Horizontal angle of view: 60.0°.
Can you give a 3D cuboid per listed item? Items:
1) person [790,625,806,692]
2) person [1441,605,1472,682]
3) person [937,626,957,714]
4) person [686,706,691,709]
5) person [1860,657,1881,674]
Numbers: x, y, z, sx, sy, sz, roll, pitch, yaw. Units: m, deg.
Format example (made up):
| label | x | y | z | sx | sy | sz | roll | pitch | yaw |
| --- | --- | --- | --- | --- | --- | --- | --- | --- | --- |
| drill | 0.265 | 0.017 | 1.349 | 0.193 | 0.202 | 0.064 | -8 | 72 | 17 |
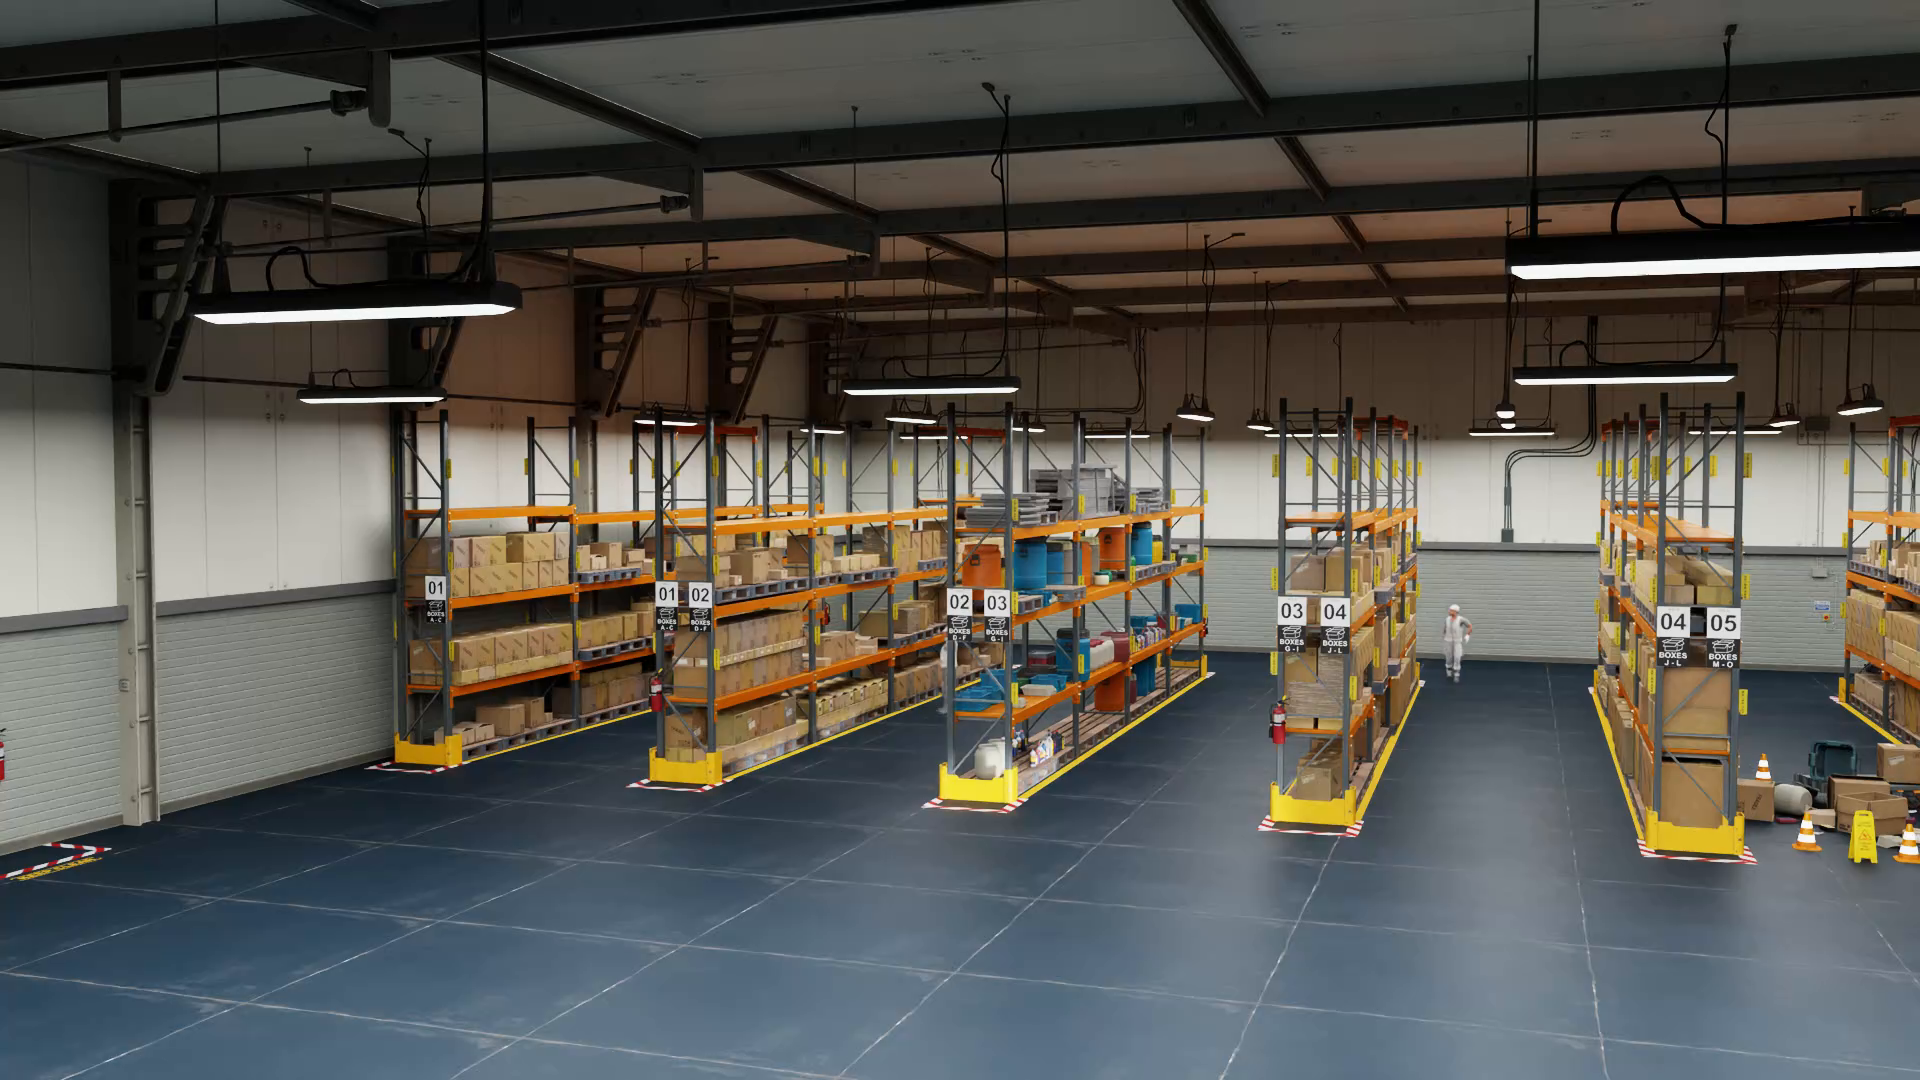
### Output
| label | x | y | z | sx | sy | sz | roll | pitch | yaw |
| --- | --- | --- | --- | --- | --- | --- | --- | --- | --- |
| person | -3.427 | 2.647 | 35.369 | 0.377 | 1.685 | 0.461 | 1 | 3 | 22 |
| person | 11.679 | 2.418 | 39.099 | 0.699 | 1.777 | 0.885 | 1 | 3 | 15 |
| person | -0.253 | 2.657 | 34.245 | 0.385 | 1.811 | 0.622 | 0 | 2 | 5 |
| person | -5.350 | 2.639 | 34.093 | 0.668 | 1.779 | 0.555 | -1 | 3 | -30 |
| person | 20.117 | 2.594 | 36.609 | 0.900 | 1.671 | 0.576 | 2 | 3 | 43 |
